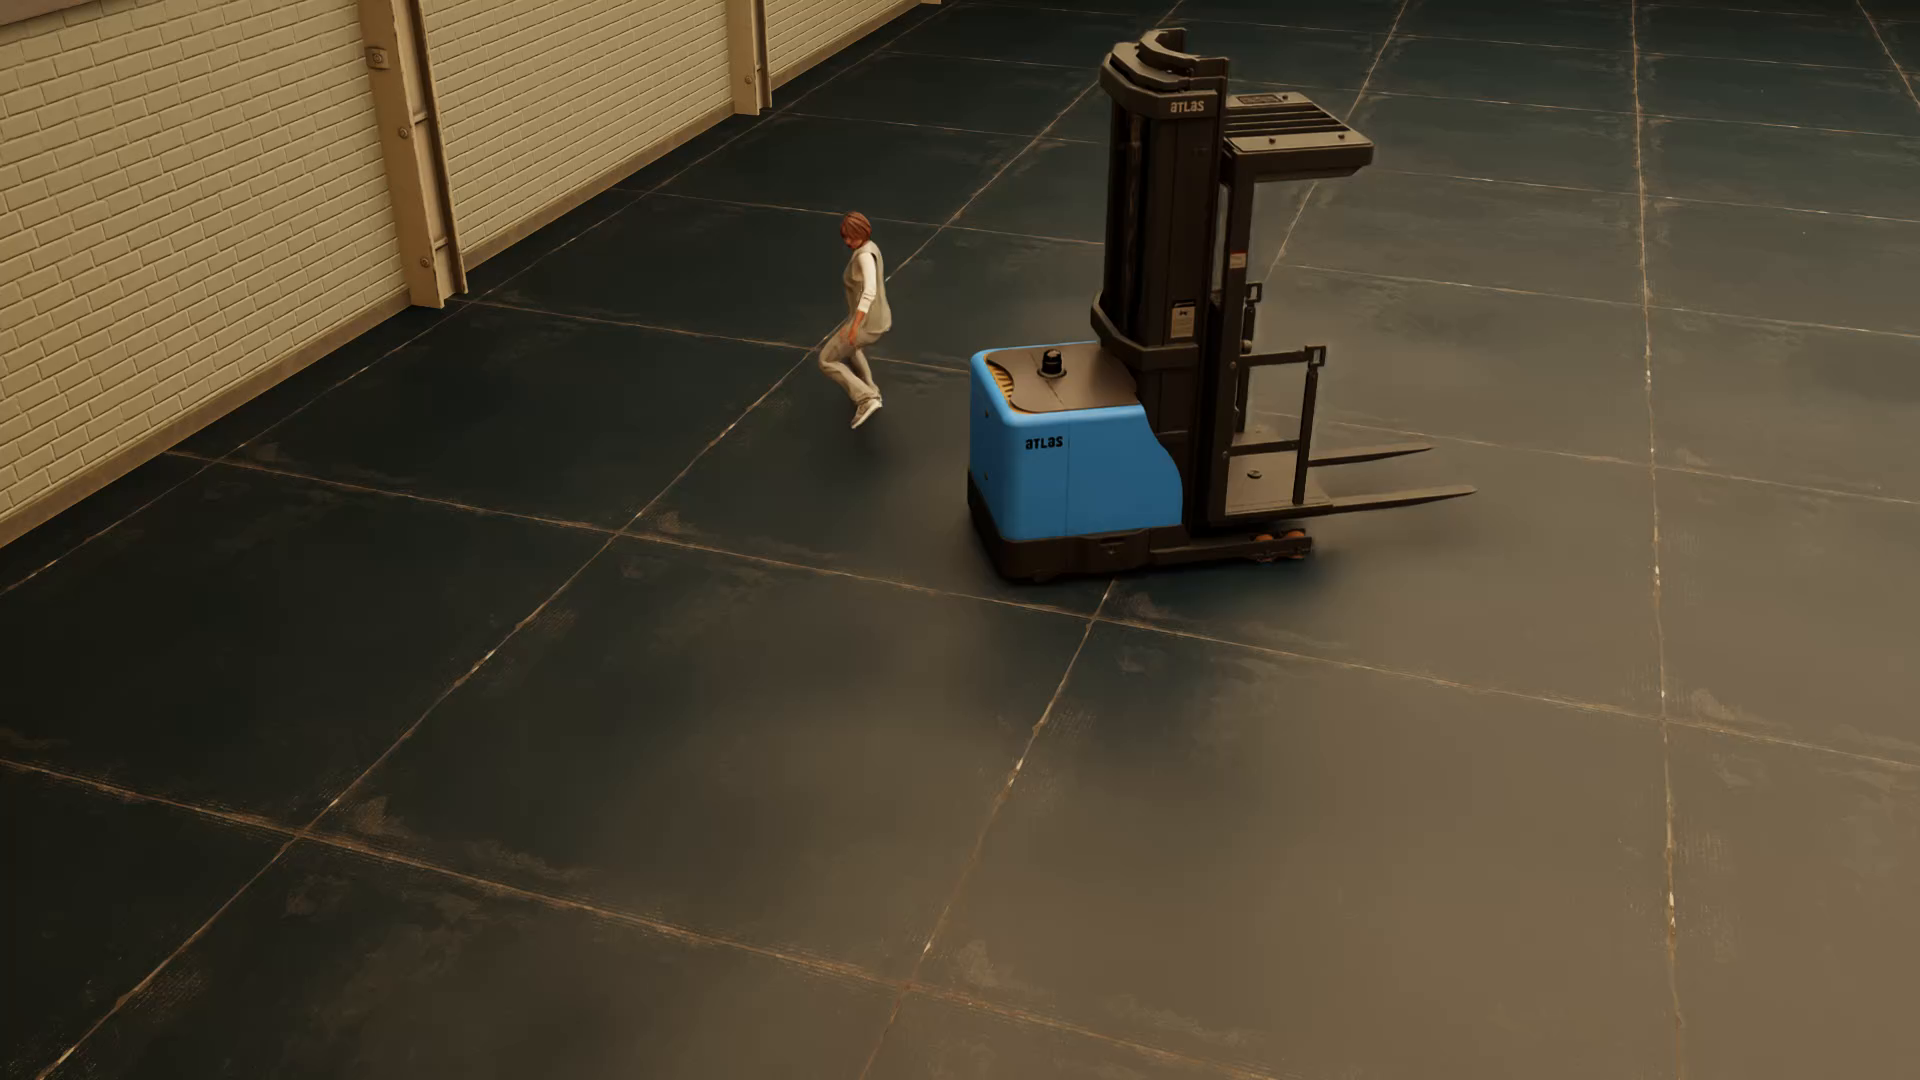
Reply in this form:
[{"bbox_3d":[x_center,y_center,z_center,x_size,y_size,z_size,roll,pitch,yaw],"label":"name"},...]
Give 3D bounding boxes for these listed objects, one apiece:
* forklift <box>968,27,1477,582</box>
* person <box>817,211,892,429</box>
[{"bbox_3d":[1.619,-1.388,9.572,3.031,2.935,1.130,-6,30,-10],"label":"forklift"},{"bbox_3d":[-0.681,-1.490,11.256,0.456,1.487,0.845,8,31,14],"label":"person"}]
